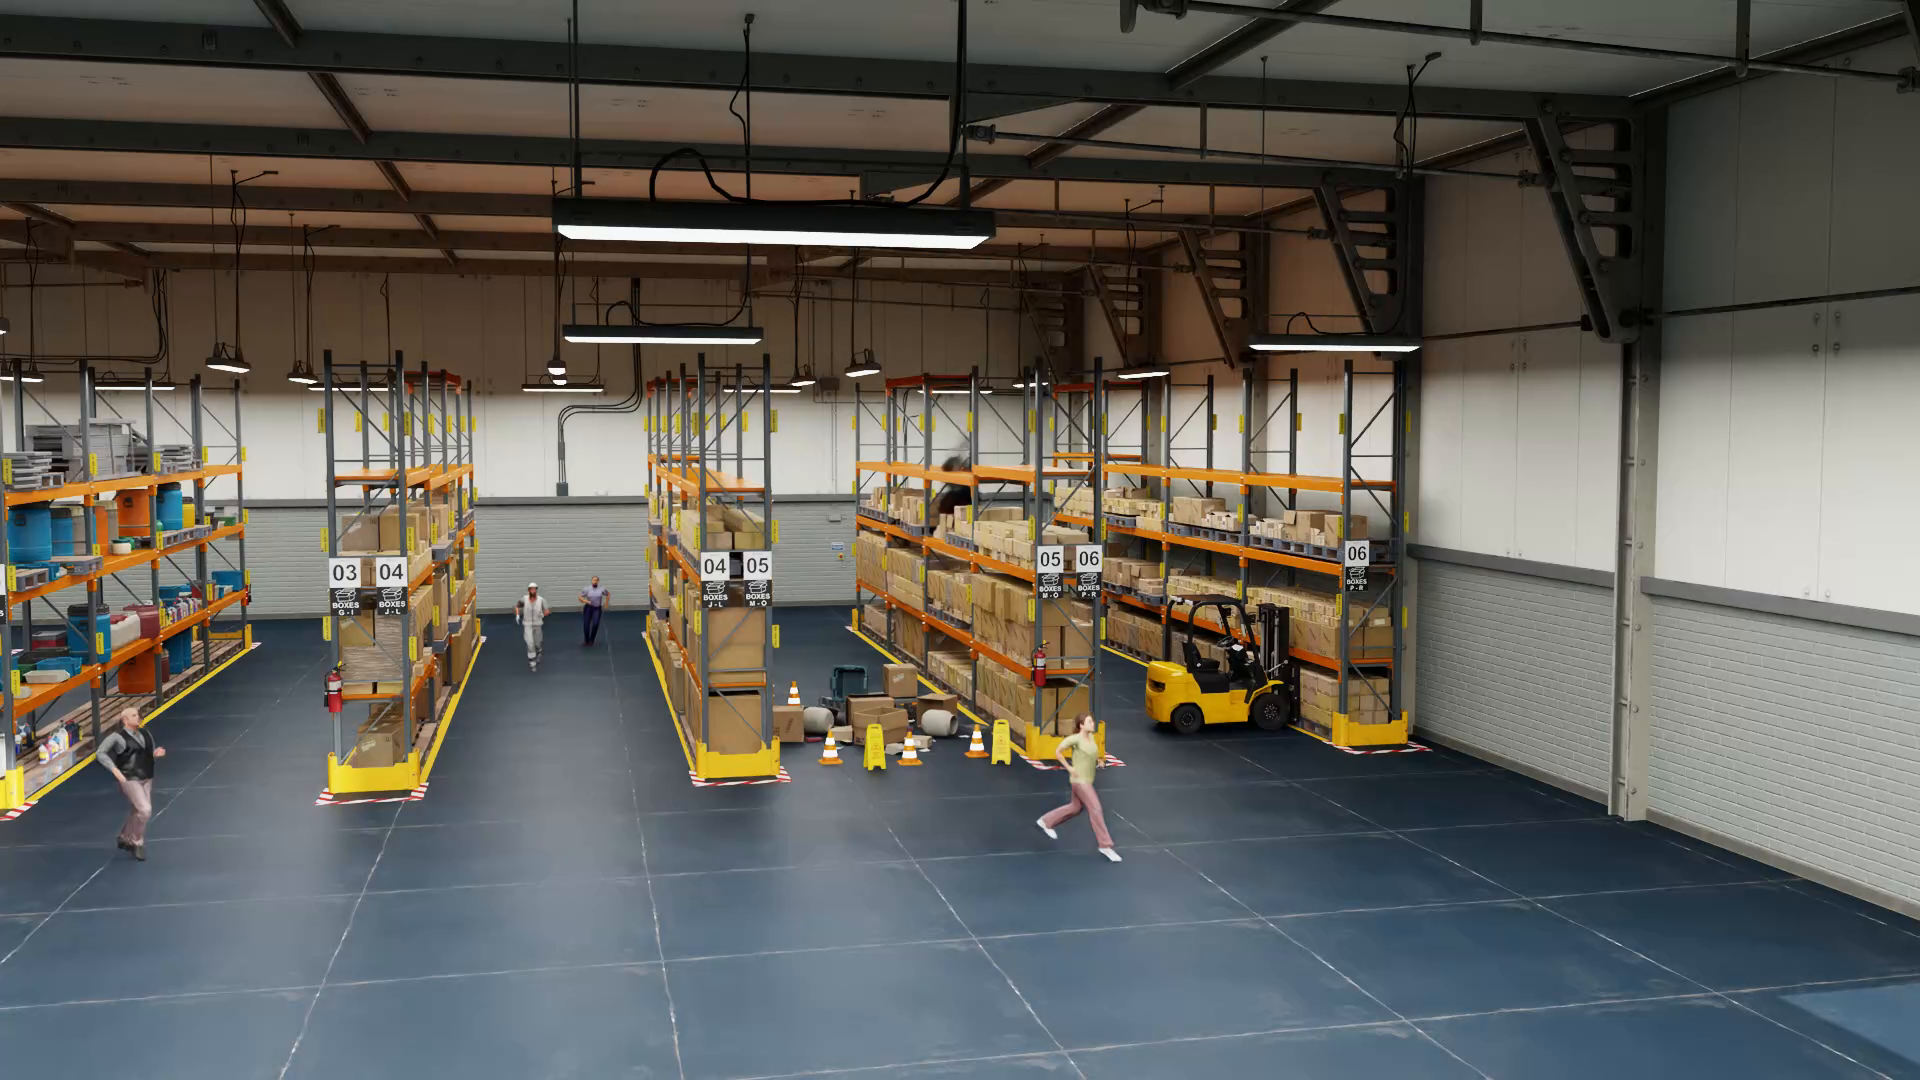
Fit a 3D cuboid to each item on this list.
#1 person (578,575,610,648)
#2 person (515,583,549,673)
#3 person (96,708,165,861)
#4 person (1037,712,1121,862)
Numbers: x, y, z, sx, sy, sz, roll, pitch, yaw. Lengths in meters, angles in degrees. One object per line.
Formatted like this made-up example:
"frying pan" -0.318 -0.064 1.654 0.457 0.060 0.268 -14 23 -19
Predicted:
"person" -8.221 1.612 37.370 0.683 1.611 0.657 -1 4 -10
"person" -8.687 1.755 33.793 0.666 1.790 0.996 -1 4 -18
"person" -9.509 2.818 19.201 0.701 1.761 0.637 1 4 16
"person" 1.403 2.832 19.365 1.109 1.674 0.543 2 4 26
